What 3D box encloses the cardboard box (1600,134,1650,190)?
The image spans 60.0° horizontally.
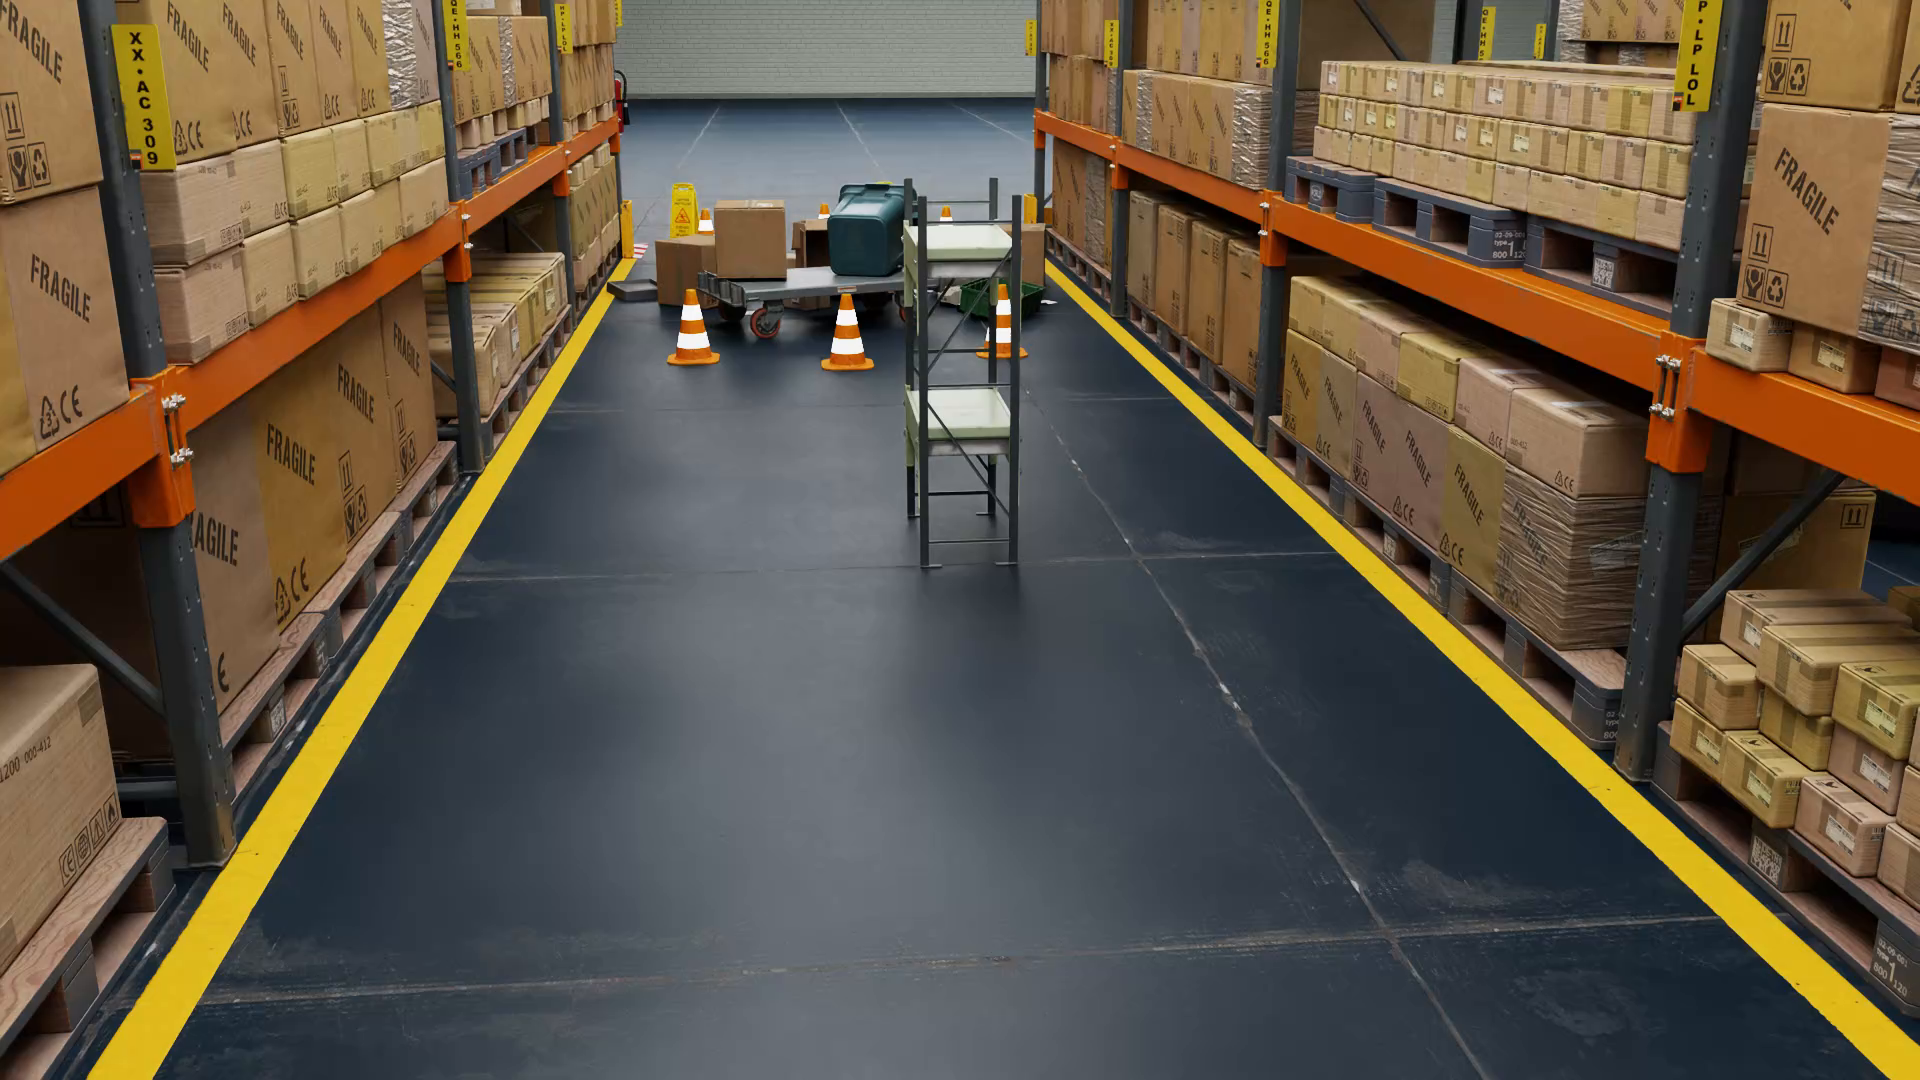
[{"bbox_3d":[2.197,-1.157,5.077,0.380,0.149,0.250,-2,18,-5],"label":"cardboard box"}]

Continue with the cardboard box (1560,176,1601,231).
[{"bbox_3d":[2.174,-1.088,5.354,0.380,0.149,0.250,-2,18,-6],"label":"cardboard box"}]

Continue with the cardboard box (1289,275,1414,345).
[{"bbox_3d":[1.881,-1.088,7.856,0.500,0.250,0.500,-3,18,-8],"label":"cardboard box"}]

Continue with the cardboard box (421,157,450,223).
[{"bbox_3d":[-2.552,-1.538,7.320,0.500,0.250,0.500,-2,18,-8],"label":"cardboard box"}]

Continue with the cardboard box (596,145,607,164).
[{"bbox_3d":[-3.218,-3.279,14.168,0.380,0.149,0.250,-1,17,-5],"label":"cardboard box"}]

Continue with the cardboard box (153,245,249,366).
[{"bbox_3d":[-2.233,-0.629,4.422,0.500,0.250,0.500,-2,18,-7],"label":"cardboard box"}]

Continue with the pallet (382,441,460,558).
[{"bbox_3d":[-2.856,-0.185,7.414,1.003,0.211,1.213,-2,18,-6],"label":"pallet"}]

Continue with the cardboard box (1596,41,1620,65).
[{"bbox_3d":[6.370,-4.322,15.272,0.875,0.500,0.500,-2,18,-6],"label":"cardboard box"}]

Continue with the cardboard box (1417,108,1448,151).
[{"bbox_3d":[2.035,-1.624,6.565,0.380,0.149,0.250,-2,18,-6],"label":"cardboard box"}]

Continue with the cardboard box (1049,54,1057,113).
[{"bbox_3d":[1.309,-4.282,15.557,0.875,0.550,0.550,-2,18,-6],"label":"cardboard box"}]

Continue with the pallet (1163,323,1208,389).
[{"bbox_3d":[1.921,-1.205,10.663,1.003,0.211,1.213,-2,18,-6],"label":"pallet"}]

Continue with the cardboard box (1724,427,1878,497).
[{"bbox_3d":[2.650,-0.338,5.465,0.500,0.250,0.500,-3,18,-8],"label":"cardboard box"}]

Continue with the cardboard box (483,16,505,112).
[{"bbox_3d":[-2.801,-2.597,9.076,0.500,0.500,0.500,-1,17,-5],"label":"cardboard box"}]

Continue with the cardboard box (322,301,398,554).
[{"bbox_3d":[-2.786,-0.465,6.497,0.875,0.875,0.875,-2,17,-5],"label":"cardboard box"}]

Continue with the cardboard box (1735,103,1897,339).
[{"bbox_3d":[2.263,-0.778,3.985,0.500,0.500,0.500,-2,18,-7],"label":"cardboard box"}]

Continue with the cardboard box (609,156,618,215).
[{"bbox_3d":[-3.346,-3.152,14.846,0.500,0.500,0.500,-2,18,-5],"label":"cardboard box"}]

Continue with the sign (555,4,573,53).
[{"bbox_3d":[-2.724,-3.515,11.432,0.100,0.325,0.005,-2,18,-6],"label":"sign"}]

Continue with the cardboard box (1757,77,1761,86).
[{"bbox_3d":[2.798,-1.474,5.588,0.380,0.149,0.250,-2,18,-6],"label":"cardboard box"}]

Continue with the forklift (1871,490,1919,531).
[{"bbox_3d":[4.879,-1.759,7.887,1.130,2.935,3.031,7,19,22],"label":"forklift"}]

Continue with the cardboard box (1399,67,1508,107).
[{"bbox_3d":[2.013,-1.844,6.767,0.380,0.149,0.250,-1,17,-3],"label":"cardboard box"}]

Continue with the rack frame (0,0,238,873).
[{"bbox_3d":[-2.450,-0.561,3.956,1.000,3.000,0.127,-2,18,-6],"label":"rack frame"}]

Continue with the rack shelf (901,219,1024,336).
[{"bbox_3d":[-0.001,-1.090,6.842,0.431,0.370,0.720,-2,18,-6],"label":"rack shelf"}]

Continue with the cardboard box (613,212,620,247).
[{"bbox_3d":[-3.334,-2.785,14.929,0.500,0.250,0.500,-2,18,-6],"label":"cardboard box"}]

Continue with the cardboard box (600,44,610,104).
[{"bbox_3d":[-3.311,-4.023,14.321,0.500,0.500,0.500,-2,18,-6],"label":"cardboard box"}]

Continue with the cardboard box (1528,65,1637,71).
[{"bbox_3d":[2.639,-1.936,7.060,0.380,0.149,0.250,-1,17,-4],"label":"cardboard box"}]

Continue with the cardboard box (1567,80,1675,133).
[{"bbox_3d":[2.174,-1.379,5.287,0.380,0.149,0.250,-2,18,-7],"label":"cardboard box"}]

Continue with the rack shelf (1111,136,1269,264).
[{"bbox_3d":[1.844,-2.188,10.341,1.077,0.370,4.000,-2,18,-6],"label":"rack shelf"}]

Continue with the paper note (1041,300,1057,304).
[{"bbox_3d":[0.668,-1.883,13.124,0.142,0.020,0.147,16,24,42],"label":"paper note"}]

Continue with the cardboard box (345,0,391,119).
[{"bbox_3d":[-2.443,-1.831,6.164,0.500,0.500,0.500,-2,18,-6],"label":"cardboard box"}]

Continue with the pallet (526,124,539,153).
[{"bbox_3d":[-3.341,-2.621,10.837,1.003,0.211,1.213,-2,18,-6],"label":"pallet"}]

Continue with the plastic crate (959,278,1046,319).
[{"bbox_3d":[0.317,-1.825,12.579,0.450,0.188,0.662,18,23,19],"label":"plastic crate"}]

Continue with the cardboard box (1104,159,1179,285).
[{"bbox_3d":[1.643,-2.504,12.990,0.875,0.875,0.875,-2,17,-5],"label":"cardboard box"}]

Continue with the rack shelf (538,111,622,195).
[{"bbox_3d":[-3.482,-3.197,13.554,1.077,0.370,4.000,-2,18,-6],"label":"rack shelf"}]

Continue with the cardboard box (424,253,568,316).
[{"bbox_3d":[-3.219,-1.735,11.381,0.950,0.372,0.625,-2,17,-5],"label":"cardboard box"}]

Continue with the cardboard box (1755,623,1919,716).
[{"bbox_3d":[2.262,0.325,4.199,0.380,0.149,0.250,-1,17,-3],"label":"cardboard box"}]

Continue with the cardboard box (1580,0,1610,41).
[{"bbox_3d":[6.000,-4.787,15.086,0.500,0.500,0.500,-2,18,-6],"label":"cardboard box"}]

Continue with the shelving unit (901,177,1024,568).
[{"bbox_3d":[-0.001,-0.718,6.959,0.431,1.500,0.755,-2,18,-6],"label":"shelving unit"}]

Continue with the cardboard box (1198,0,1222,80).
[{"bbox_3d":[1.853,-3.050,10.049,0.700,0.500,0.500,-2,18,-6],"label":"cardboard box"}]

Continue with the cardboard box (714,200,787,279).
[{"bbox_3d":[-1.508,-2.177,12.012,0.500,0.500,0.500,-2,18,-6],"label":"cardboard box"}]

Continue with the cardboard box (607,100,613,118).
[{"bbox_3d":[-3.300,-3.839,14.818,0.380,0.149,0.250,-2,18,-6],"label":"cardboard box"}]

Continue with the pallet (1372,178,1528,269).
[{"bbox_3d":[2.295,-1.256,6.489,1.003,0.211,1.213,-2,18,-6],"label":"pallet"}]

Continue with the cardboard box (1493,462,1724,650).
[{"bbox_3d":[2.136,0.036,5.528,0.500,0.500,0.500,-2,18,-7],"label":"cardboard box"}]

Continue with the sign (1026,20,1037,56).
[{"bbox_3d":[0.673,-4.755,15.736,0.100,0.325,0.005,-2,18,-6],"label":"sign"}]

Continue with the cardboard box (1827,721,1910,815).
[{"bbox_3d":[2.358,0.536,4.024,0.380,0.149,0.250,-2,18,-6],"label":"cardboard box"}]

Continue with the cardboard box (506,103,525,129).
[{"bbox_3d":[-2.857,-2.576,10.092,0.380,0.149,0.250,-2,18,-6],"label":"cardboard box"}]

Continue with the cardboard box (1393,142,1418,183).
[{"bbox_3d":[2.011,-1.557,6.846,0.380,0.149,0.250,-1,17,-4],"label":"cardboard box"}]

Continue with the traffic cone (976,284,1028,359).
[{"bbox_3d":[0.274,-1.471,11.090,0.336,0.463,0.334,-2,18,-6],"label":"traffic cone"}]

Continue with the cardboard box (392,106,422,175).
[{"bbox_3d":[-2.503,-1.631,6.779,0.500,0.250,0.500,-2,18,-7],"label":"cardboard box"}]

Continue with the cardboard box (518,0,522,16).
[{"bbox_3d":[-2.919,-3.308,10.260,0.380,0.149,0.250,-2,18,-7],"label":"cardboard box"}]

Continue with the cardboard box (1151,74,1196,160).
[{"bbox_3d":[1.526,-2.711,10.637,0.500,0.500,0.500,-2,18,-6],"label":"cardboard box"}]

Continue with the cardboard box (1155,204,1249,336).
[{"bbox_3d":[1.887,-1.785,10.909,1.050,0.750,0.750,-2,18,-6],"label":"cardboard box"}]
